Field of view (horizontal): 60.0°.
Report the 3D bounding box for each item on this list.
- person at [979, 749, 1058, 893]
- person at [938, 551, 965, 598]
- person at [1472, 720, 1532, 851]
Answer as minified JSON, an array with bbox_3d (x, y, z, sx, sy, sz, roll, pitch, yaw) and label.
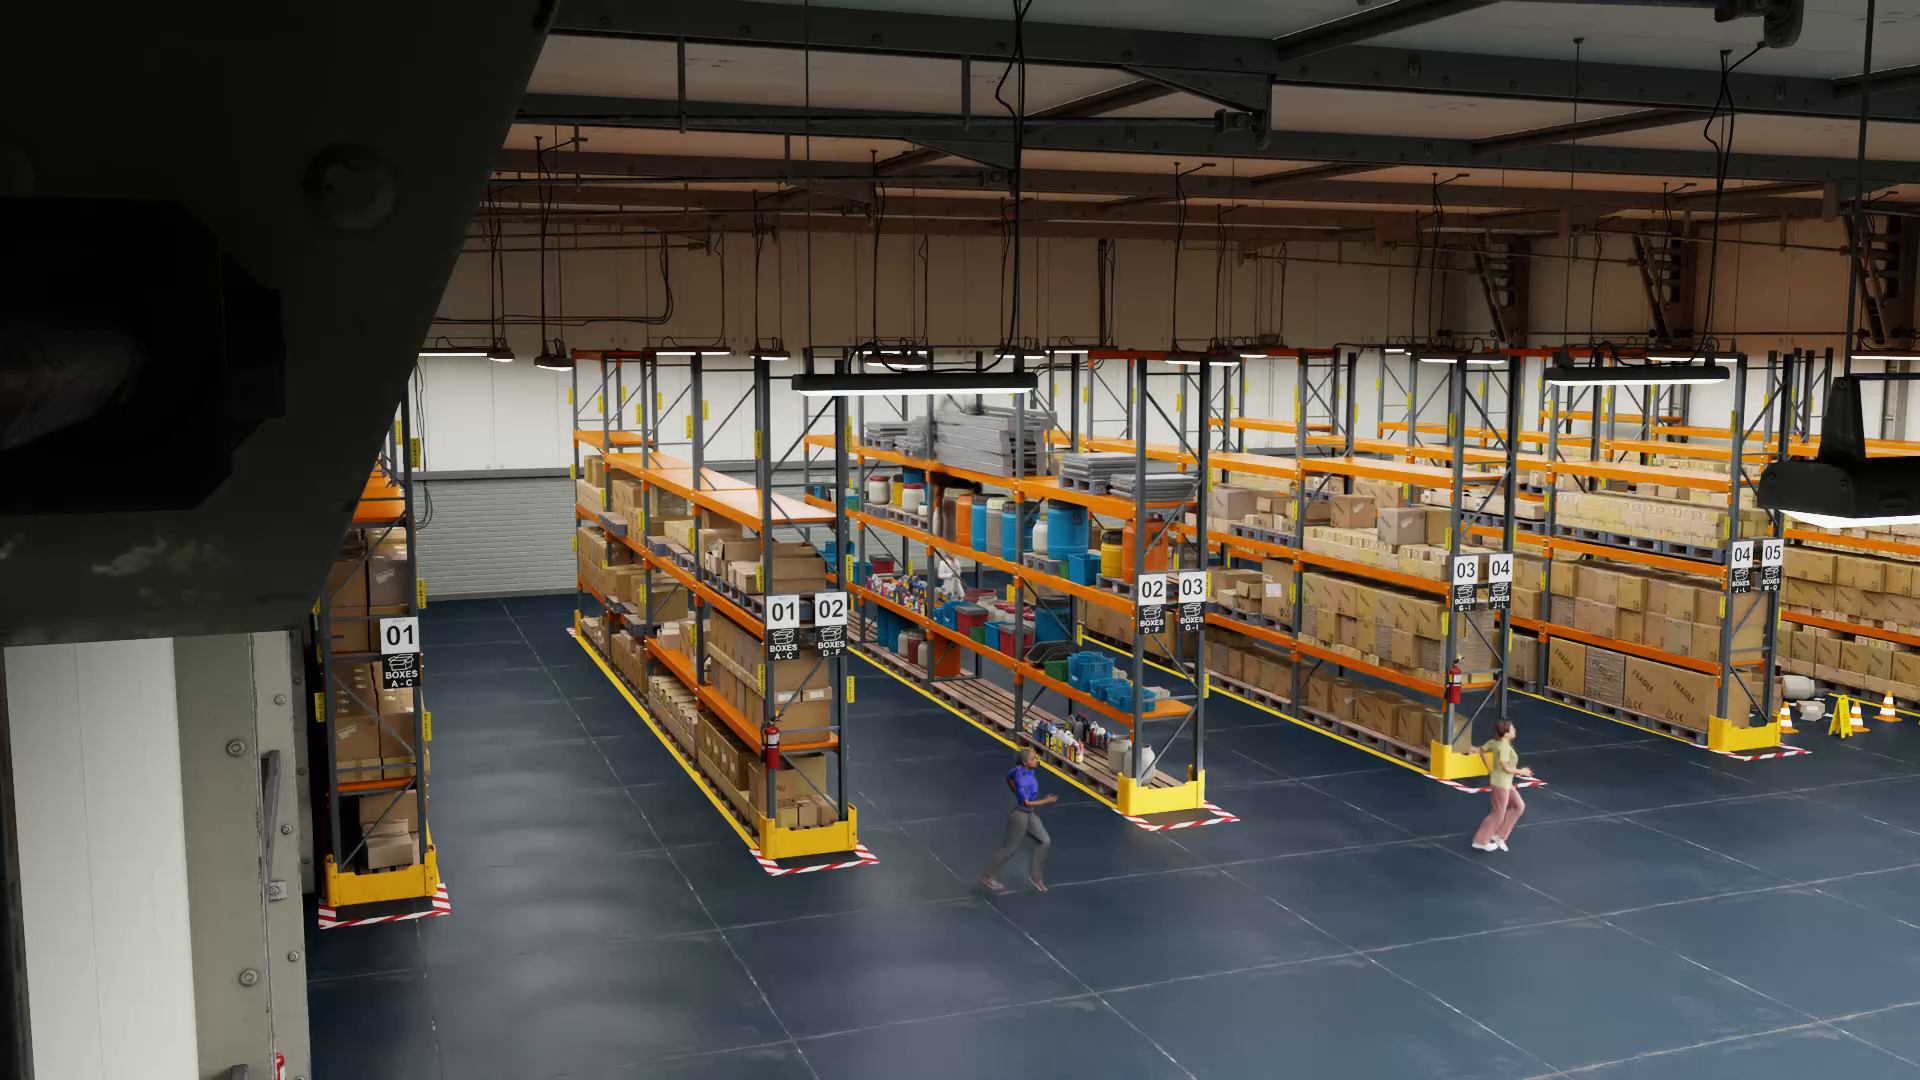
[{"bbox_3d":[0.678,3.185,18.848,0.883,1.697,0.584,1,7,11],"label":"person"},{"bbox_3d":[-0.150,1.066,35.384,0.689,1.812,0.762,-5,8,-33],"label":"person"},{"bbox_3d":[6.601,3.008,20.236,0.658,1.663,0.568,1,7,11],"label":"person"}]
